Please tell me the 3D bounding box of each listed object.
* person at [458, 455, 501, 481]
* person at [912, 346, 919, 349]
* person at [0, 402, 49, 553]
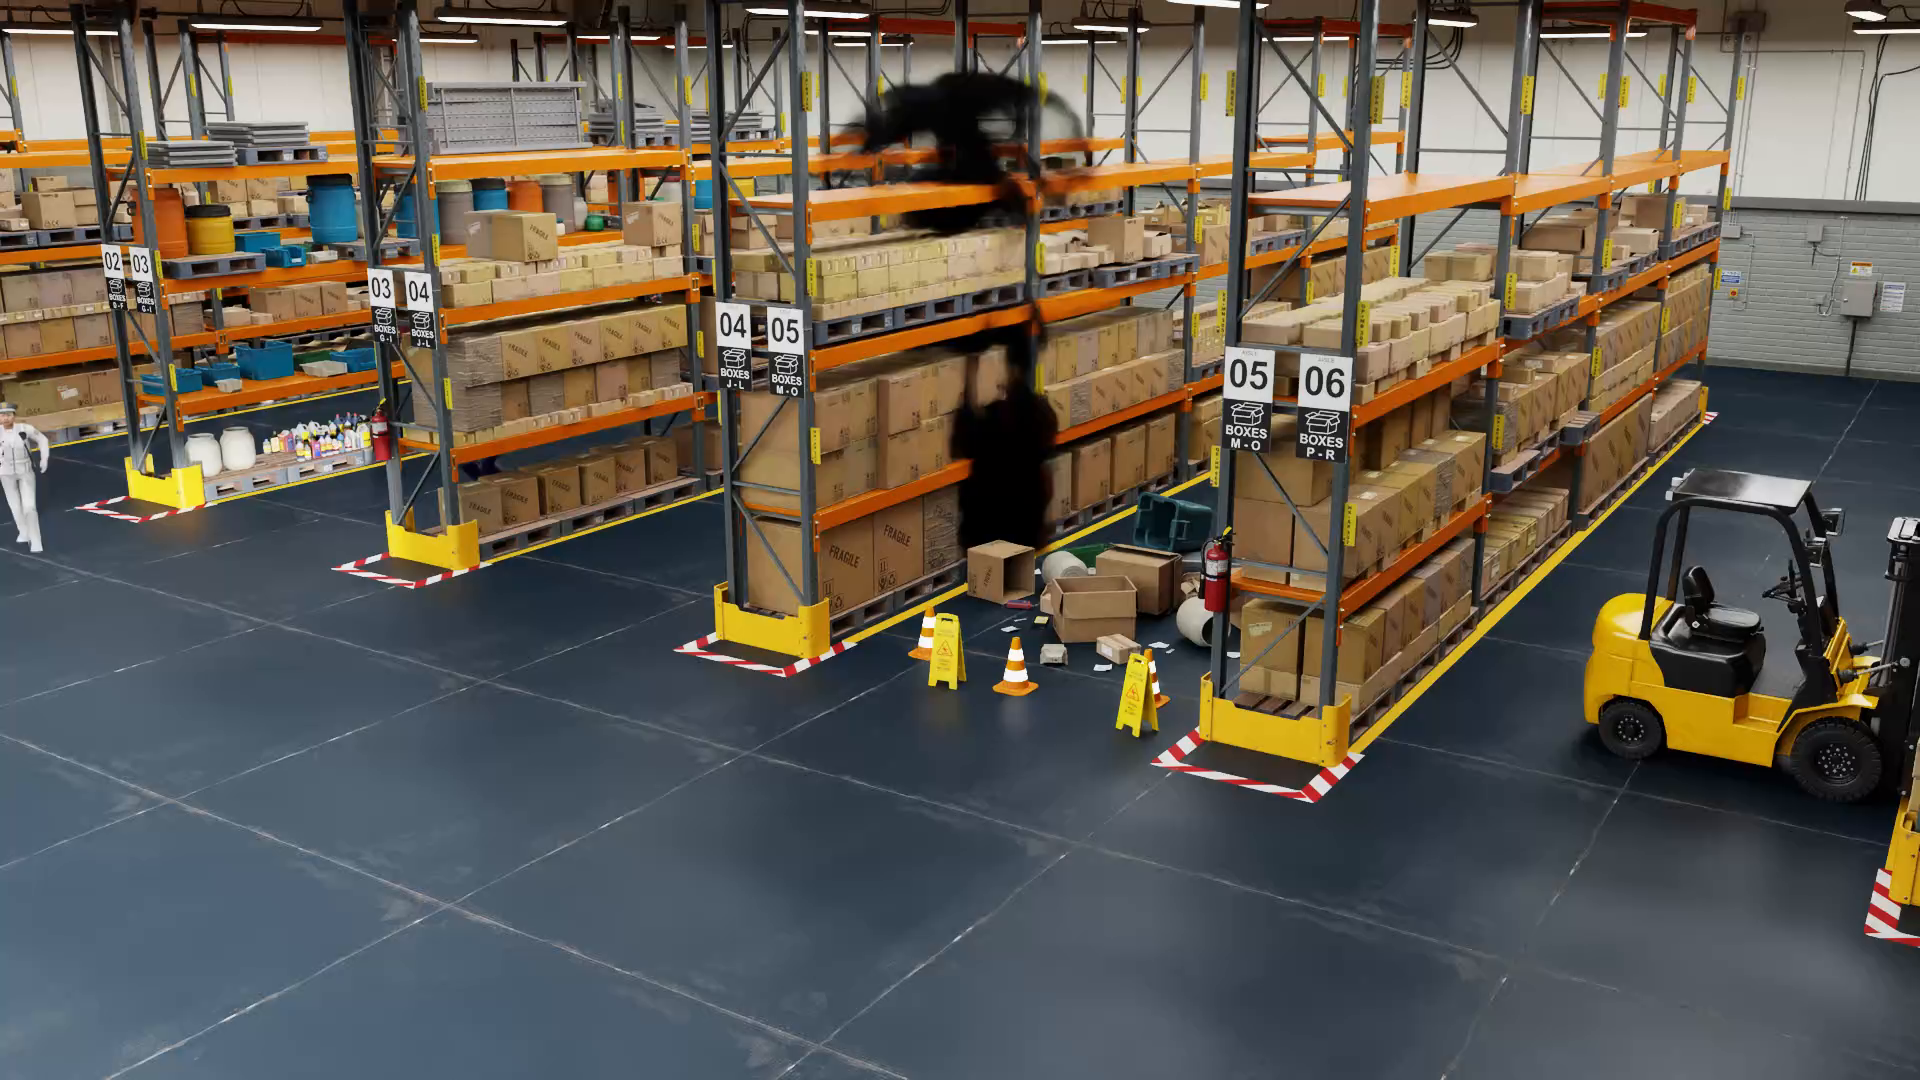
[{"bbox_3d":[-5.961,-1.269,20.768,0.663,1.633,0.580,11,19,35],"label":"person"},{"bbox_3d":[-0.469,-1.682,21.286,0.554,1.624,0.589,11,19,34],"label":"person"},{"bbox_3d":[-10.550,-0.694,18.652,0.623,1.770,0.726,-6,17,-22],"label":"person"}]
